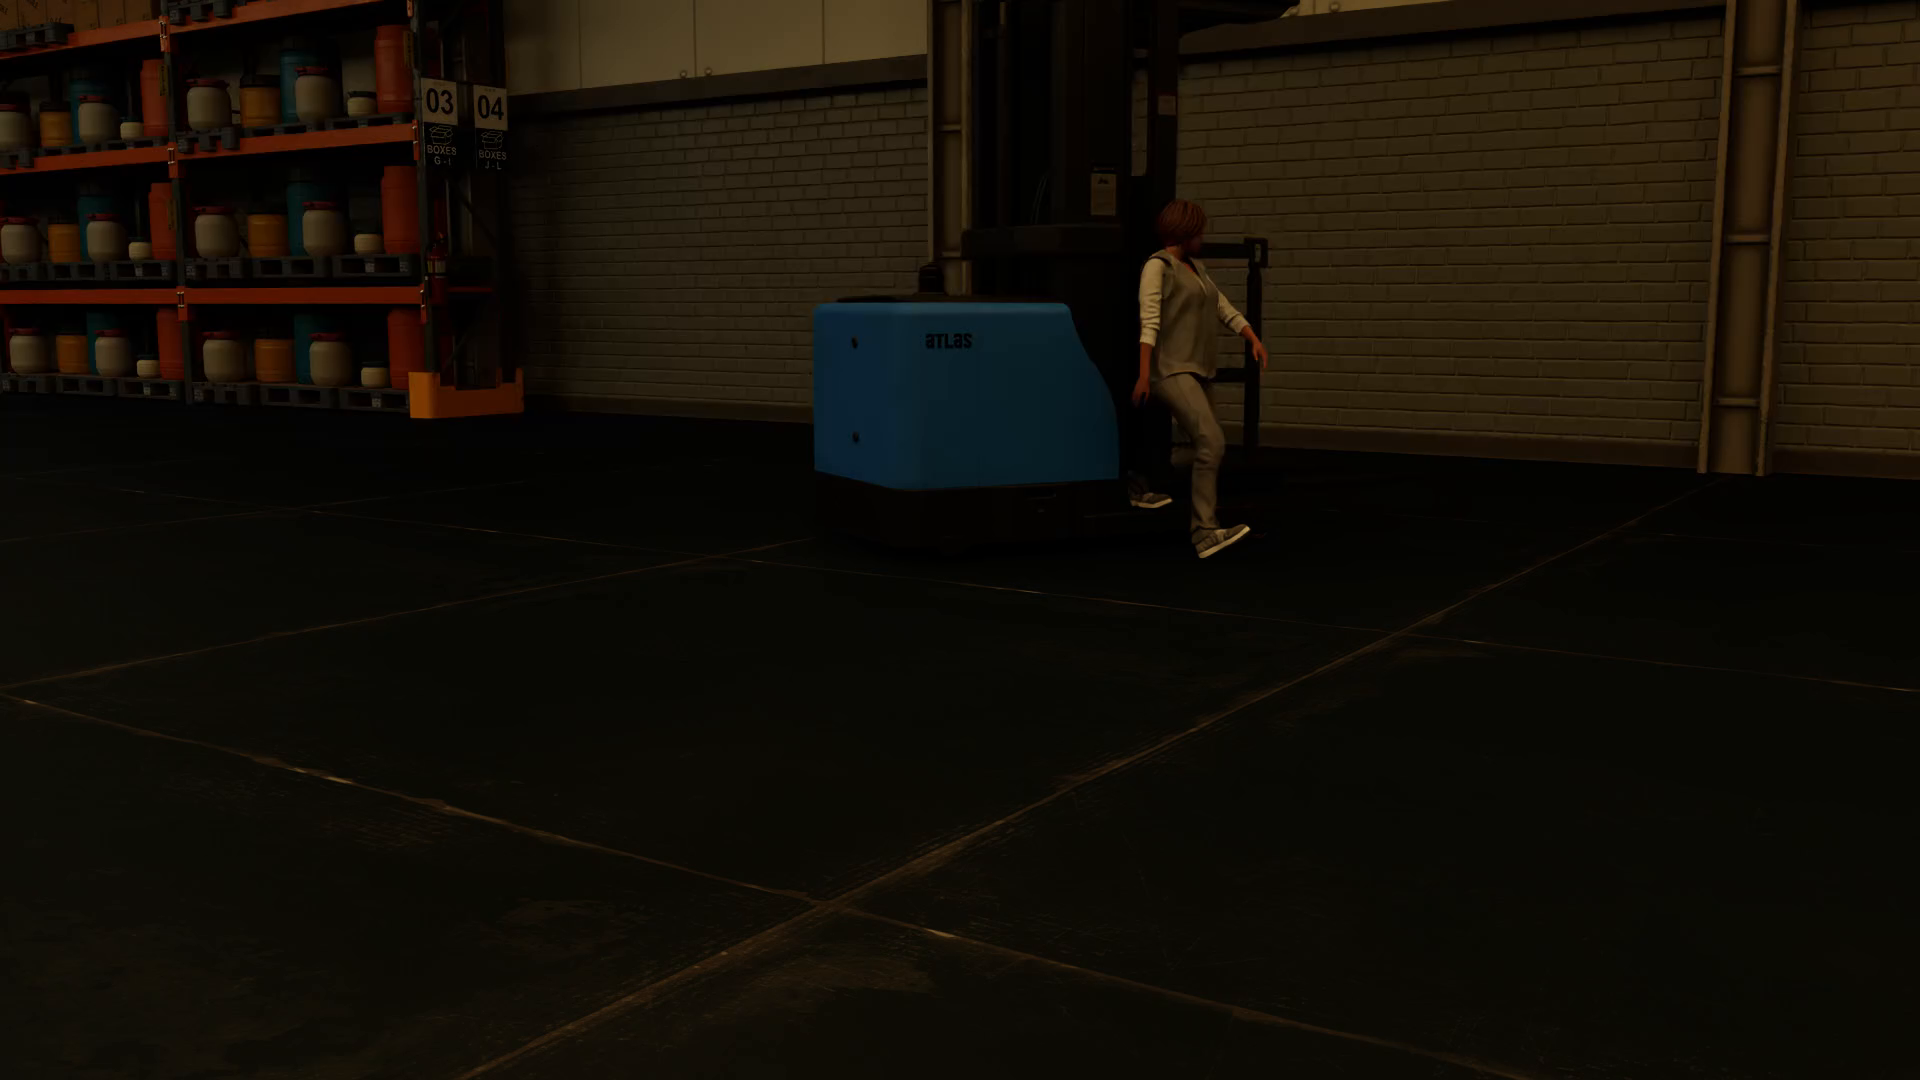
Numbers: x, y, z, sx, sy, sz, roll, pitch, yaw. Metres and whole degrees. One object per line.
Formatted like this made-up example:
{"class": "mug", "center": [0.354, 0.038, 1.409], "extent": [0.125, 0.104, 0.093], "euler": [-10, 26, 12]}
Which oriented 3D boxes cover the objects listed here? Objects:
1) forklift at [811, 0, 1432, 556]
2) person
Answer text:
{"class": "forklift", "center": [0.867, -1.503, 7.761], "extent": [3.031, 2.935, 1.130], "euler": [-4, 9, -27]}
{"class": "person", "center": [0.943, -0.688, 7.113], "extent": [0.769, 1.514, 0.571], "euler": [5, 9, 30]}
